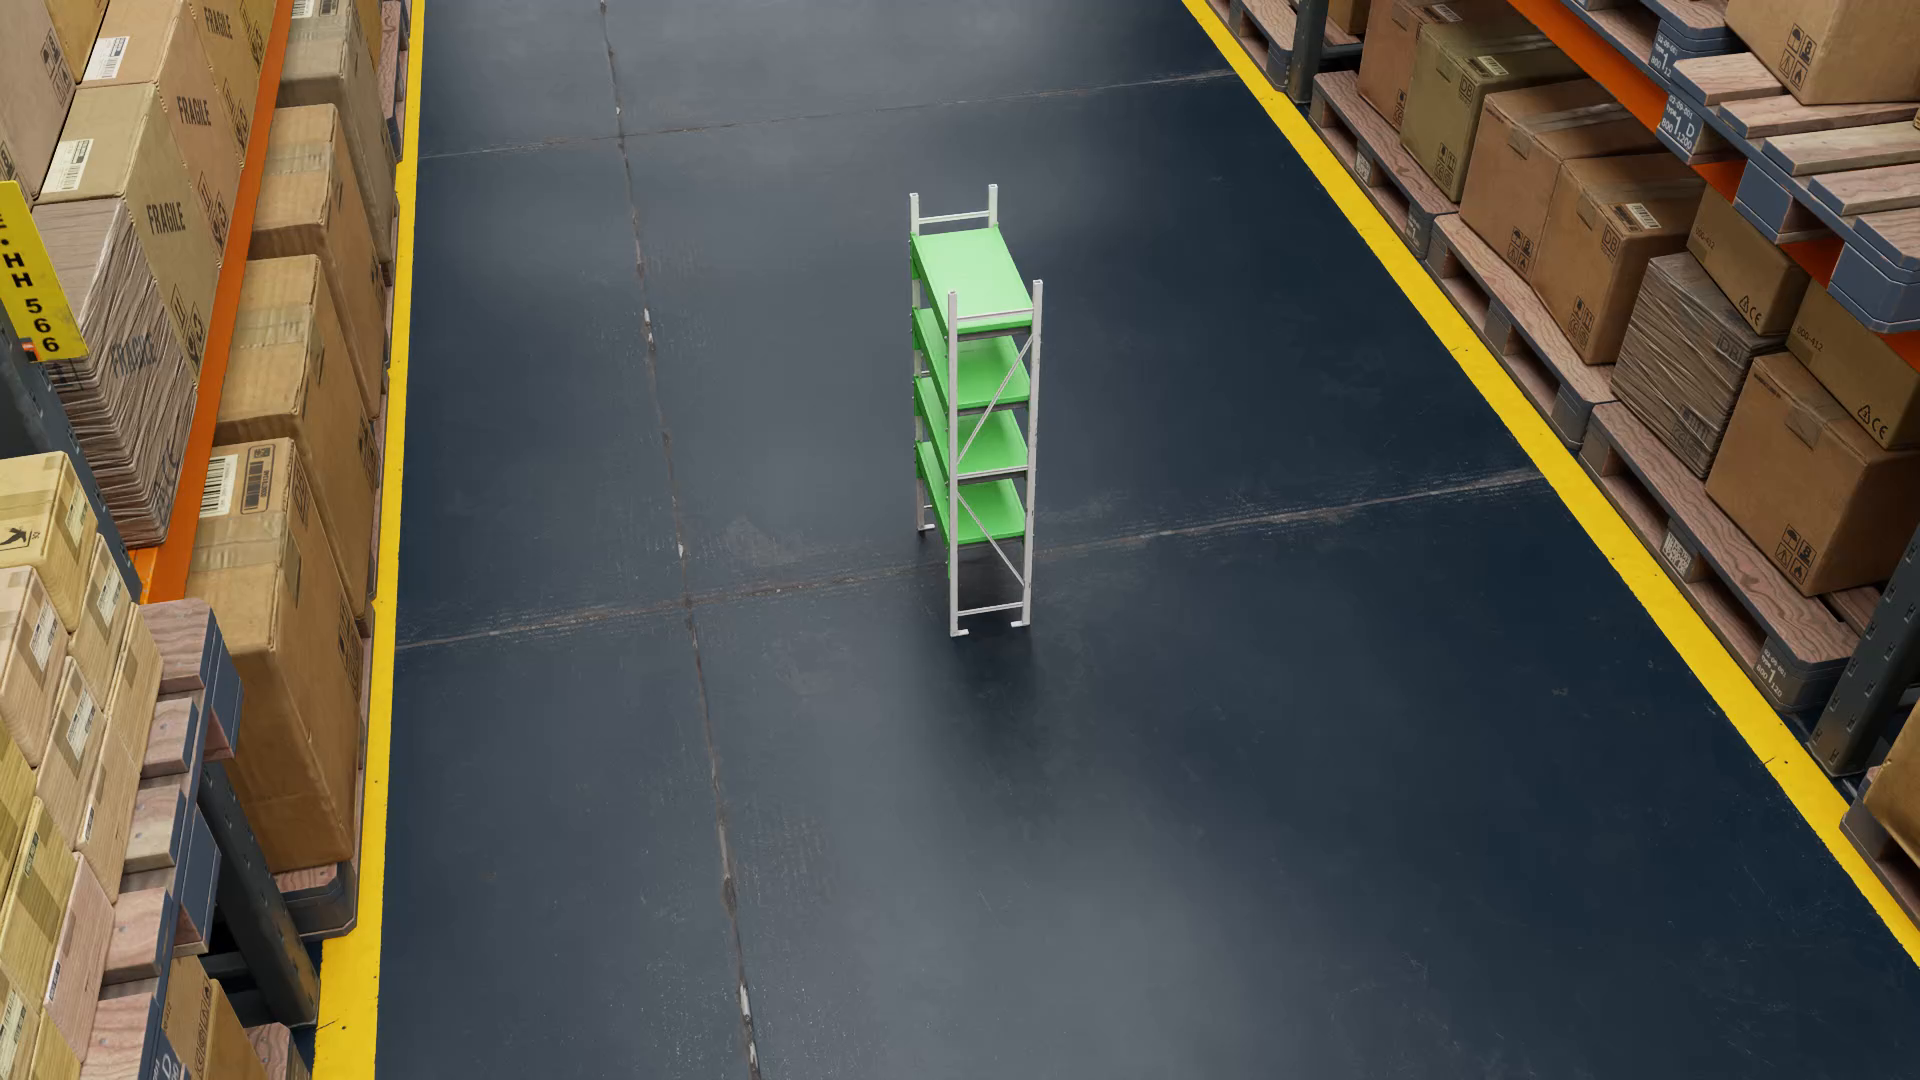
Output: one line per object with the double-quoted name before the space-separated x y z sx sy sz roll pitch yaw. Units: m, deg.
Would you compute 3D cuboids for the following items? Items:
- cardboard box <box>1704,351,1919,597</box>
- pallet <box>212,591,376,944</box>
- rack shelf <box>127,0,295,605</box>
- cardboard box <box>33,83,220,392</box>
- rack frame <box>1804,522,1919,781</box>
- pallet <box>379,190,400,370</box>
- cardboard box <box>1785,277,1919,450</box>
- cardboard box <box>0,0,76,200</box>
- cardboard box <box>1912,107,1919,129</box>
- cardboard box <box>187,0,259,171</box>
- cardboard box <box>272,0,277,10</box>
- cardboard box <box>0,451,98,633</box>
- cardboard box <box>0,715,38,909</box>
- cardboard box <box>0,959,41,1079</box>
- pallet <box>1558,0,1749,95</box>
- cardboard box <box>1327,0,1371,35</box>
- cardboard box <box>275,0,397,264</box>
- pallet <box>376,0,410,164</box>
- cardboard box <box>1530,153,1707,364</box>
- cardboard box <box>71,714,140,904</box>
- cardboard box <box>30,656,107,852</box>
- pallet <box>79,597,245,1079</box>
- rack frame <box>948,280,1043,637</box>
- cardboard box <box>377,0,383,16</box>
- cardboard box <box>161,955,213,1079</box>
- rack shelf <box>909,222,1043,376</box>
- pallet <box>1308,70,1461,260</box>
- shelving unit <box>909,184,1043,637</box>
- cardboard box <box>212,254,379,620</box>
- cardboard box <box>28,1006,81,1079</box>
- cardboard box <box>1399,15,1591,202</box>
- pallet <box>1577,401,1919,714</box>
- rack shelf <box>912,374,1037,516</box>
"cardboard box" 2.674 -0.242 4.815 0.700 0.500 0.500 -10 43 -12
"pallet" -2.123 0.585 4.431 1.003 0.211 1.213 -8 42 -9
"rack shelf" -2.458 -0.963 4.617 1.077 0.370 4.000 -8 42 -9
"cardboard box" -1.972 -0.632 3.627 0.500 0.500 0.500 -9 42 -10
"rack frame" 2.838 -0.581 3.645 1.000 3.000 0.127 -8 42 -9
"pallet" -2.650 -0.996 6.213 1.003 0.211 1.213 -8 42 -9
"cardboard box" 2.664 -0.521 4.564 0.500 0.250 0.500 -7 42 -8
"cardboard box" -2.224 -0.967 3.251 0.700 0.500 0.500 -9 42 -10
"cardboard box" 2.683 -1.120 3.860 0.500 0.500 0.500 -13 43 -15
"cardboard box" -2.186 -1.282 4.359 0.500 0.500 0.500 -9 42 -10
"cardboard box" -2.407 -1.938 5.099 0.500 0.500 0.500 -9 42 -10
"cardboard box" -1.473 0.031 2.380 0.380 0.149 0.250 -10 43 -11
"cardboard box" -1.365 0.364 2.005 0.380 0.149 0.250 -7 42 -8
"cardboard box" -1.303 0.650 1.907 0.380 0.149 0.250 -8 42 -9
"pallet" 2.371 -1.786 5.147 1.003 0.211 1.213 -8 42 -9
"cardboard box" 1.928 -2.661 7.555 0.500 0.500 0.500 -10 42 -11
"cardboard box" -2.668 -1.455 6.007 1.050 0.750 0.750 -9 42 -10
"pallet" -2.978 -1.990 7.332 1.003 0.211 1.213 -8 42 -9
"cardboard box" 2.413 -0.966 5.630 0.700 0.500 0.500 -5 42 -6
"cardboard box" -1.420 0.416 2.394 0.380 0.149 0.250 -8 42 -9
"cardboard box" -1.416 0.318 2.281 0.380 0.149 0.250 -7 42 -8
"pallet" -1.769 0.583 2.478 1.213 0.211 1.003 -8 42 -9
"rack frame" 0.088 -0.183 4.553 0.240 1.200 0.015 -8 42 -9
"cardboard box" -3.156 -2.892 7.533 0.875 0.875 0.875 -8 42 -9
"cardboard box" -1.623 0.968 2.902 0.500 0.250 0.500 -9 42 -10
"rack shelf" 0.036 -0.653 4.455 0.258 0.148 0.480 -8 42 -9
"pallet" 2.144 -1.626 6.923 1.003 0.211 1.213 -8 42 -9
"shelving unit" 0.036 -0.341 4.731 0.258 1.200 0.503 -8 42 -9
"cardboard box" -2.262 -0.225 4.622 1.050 0.750 0.750 -8 42 -9
"cardboard box" -1.313 0.745 2.024 0.380 0.149 0.250 -9 42 -10
"cardboard box" 2.171 -1.690 6.446 0.700 0.500 0.500 -9 42 -10
"pallet" 2.671 -0.045 5.141 1.003 0.211 1.213 -8 42 -9
"rack shelf" 0.036 -0.294 4.773 0.258 0.148 0.480 -8 42 -9
